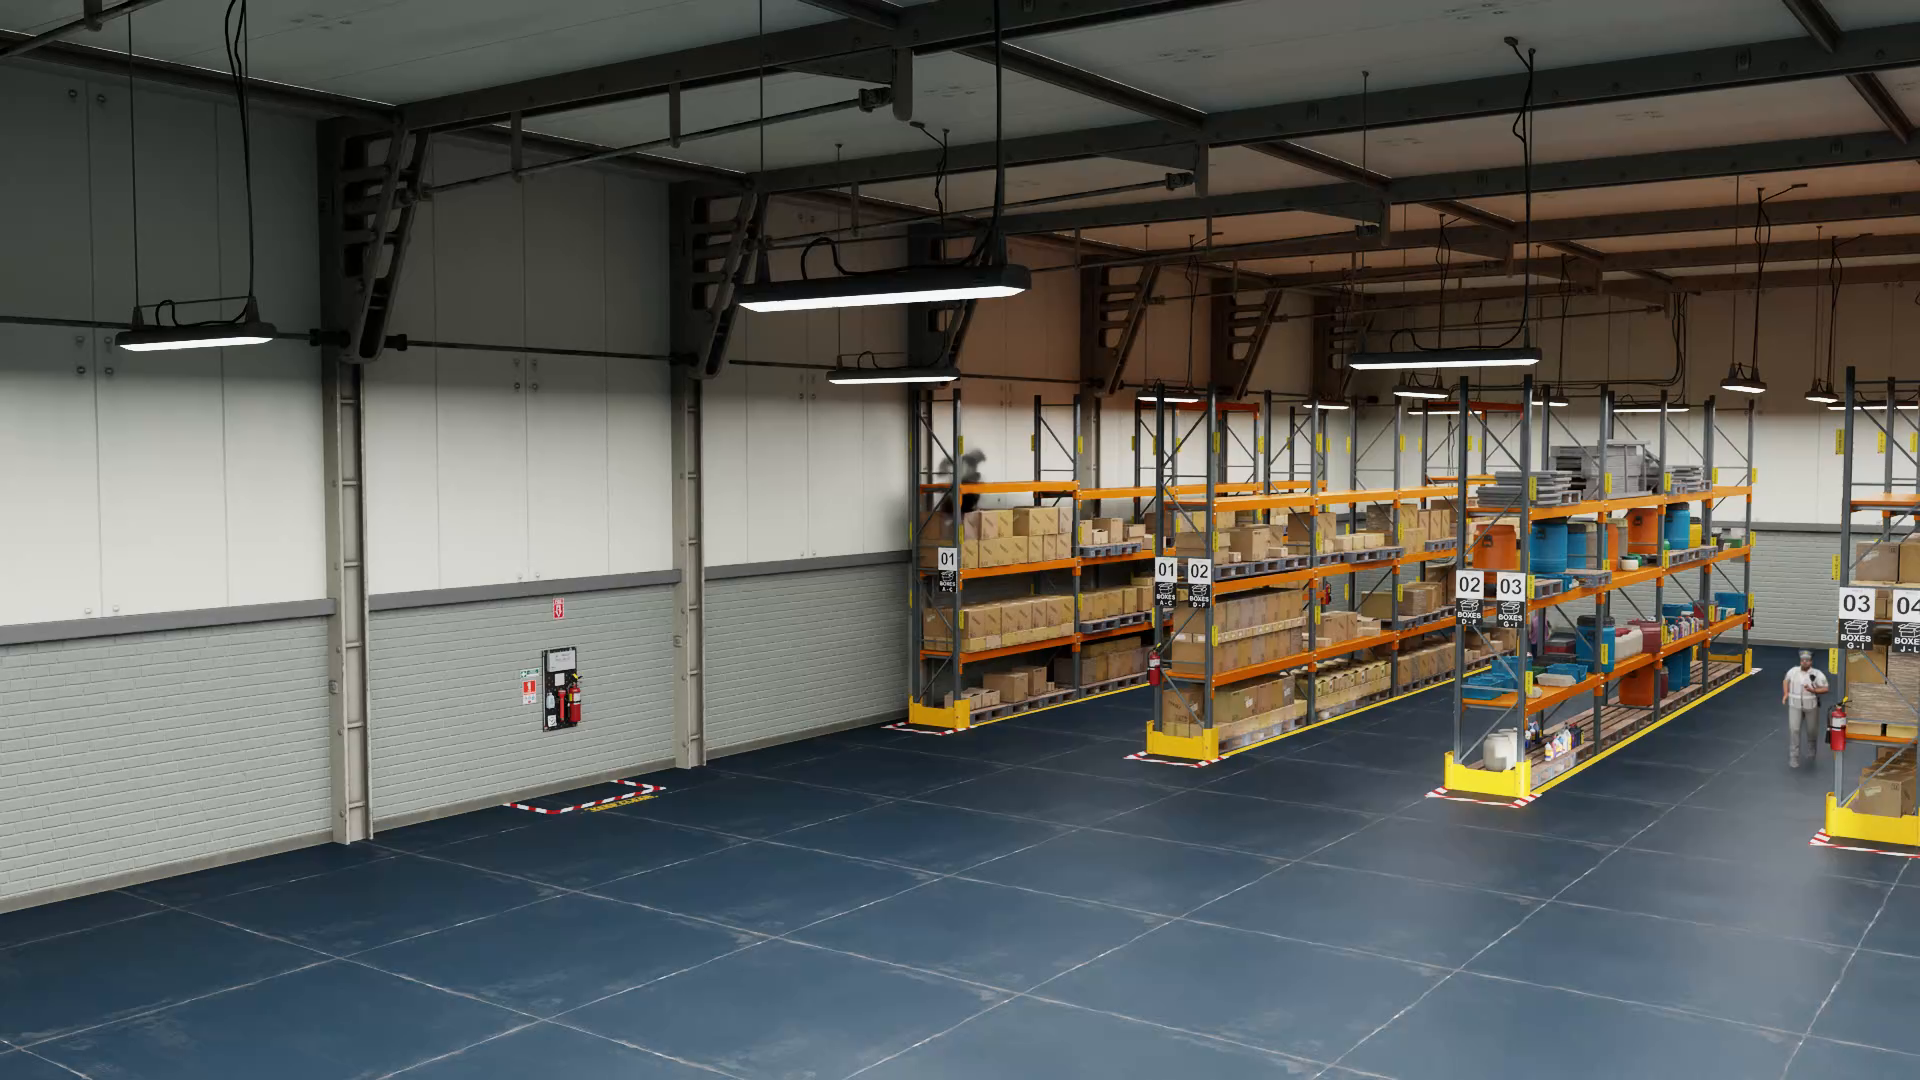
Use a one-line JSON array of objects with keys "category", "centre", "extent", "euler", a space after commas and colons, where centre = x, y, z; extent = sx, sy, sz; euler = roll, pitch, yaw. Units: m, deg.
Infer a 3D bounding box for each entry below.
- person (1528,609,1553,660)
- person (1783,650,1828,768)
[{"category": "person", "centre": [12.319, 2.200, 35.353], "extent": [0.524, 1.582, 0.822], "euler": [1, 4, 23]}, {"category": "person", "centre": [13.215, 2.612, 26.024], "extent": [0.658, 1.780, 0.973], "euler": [2, 4, 33]}]
